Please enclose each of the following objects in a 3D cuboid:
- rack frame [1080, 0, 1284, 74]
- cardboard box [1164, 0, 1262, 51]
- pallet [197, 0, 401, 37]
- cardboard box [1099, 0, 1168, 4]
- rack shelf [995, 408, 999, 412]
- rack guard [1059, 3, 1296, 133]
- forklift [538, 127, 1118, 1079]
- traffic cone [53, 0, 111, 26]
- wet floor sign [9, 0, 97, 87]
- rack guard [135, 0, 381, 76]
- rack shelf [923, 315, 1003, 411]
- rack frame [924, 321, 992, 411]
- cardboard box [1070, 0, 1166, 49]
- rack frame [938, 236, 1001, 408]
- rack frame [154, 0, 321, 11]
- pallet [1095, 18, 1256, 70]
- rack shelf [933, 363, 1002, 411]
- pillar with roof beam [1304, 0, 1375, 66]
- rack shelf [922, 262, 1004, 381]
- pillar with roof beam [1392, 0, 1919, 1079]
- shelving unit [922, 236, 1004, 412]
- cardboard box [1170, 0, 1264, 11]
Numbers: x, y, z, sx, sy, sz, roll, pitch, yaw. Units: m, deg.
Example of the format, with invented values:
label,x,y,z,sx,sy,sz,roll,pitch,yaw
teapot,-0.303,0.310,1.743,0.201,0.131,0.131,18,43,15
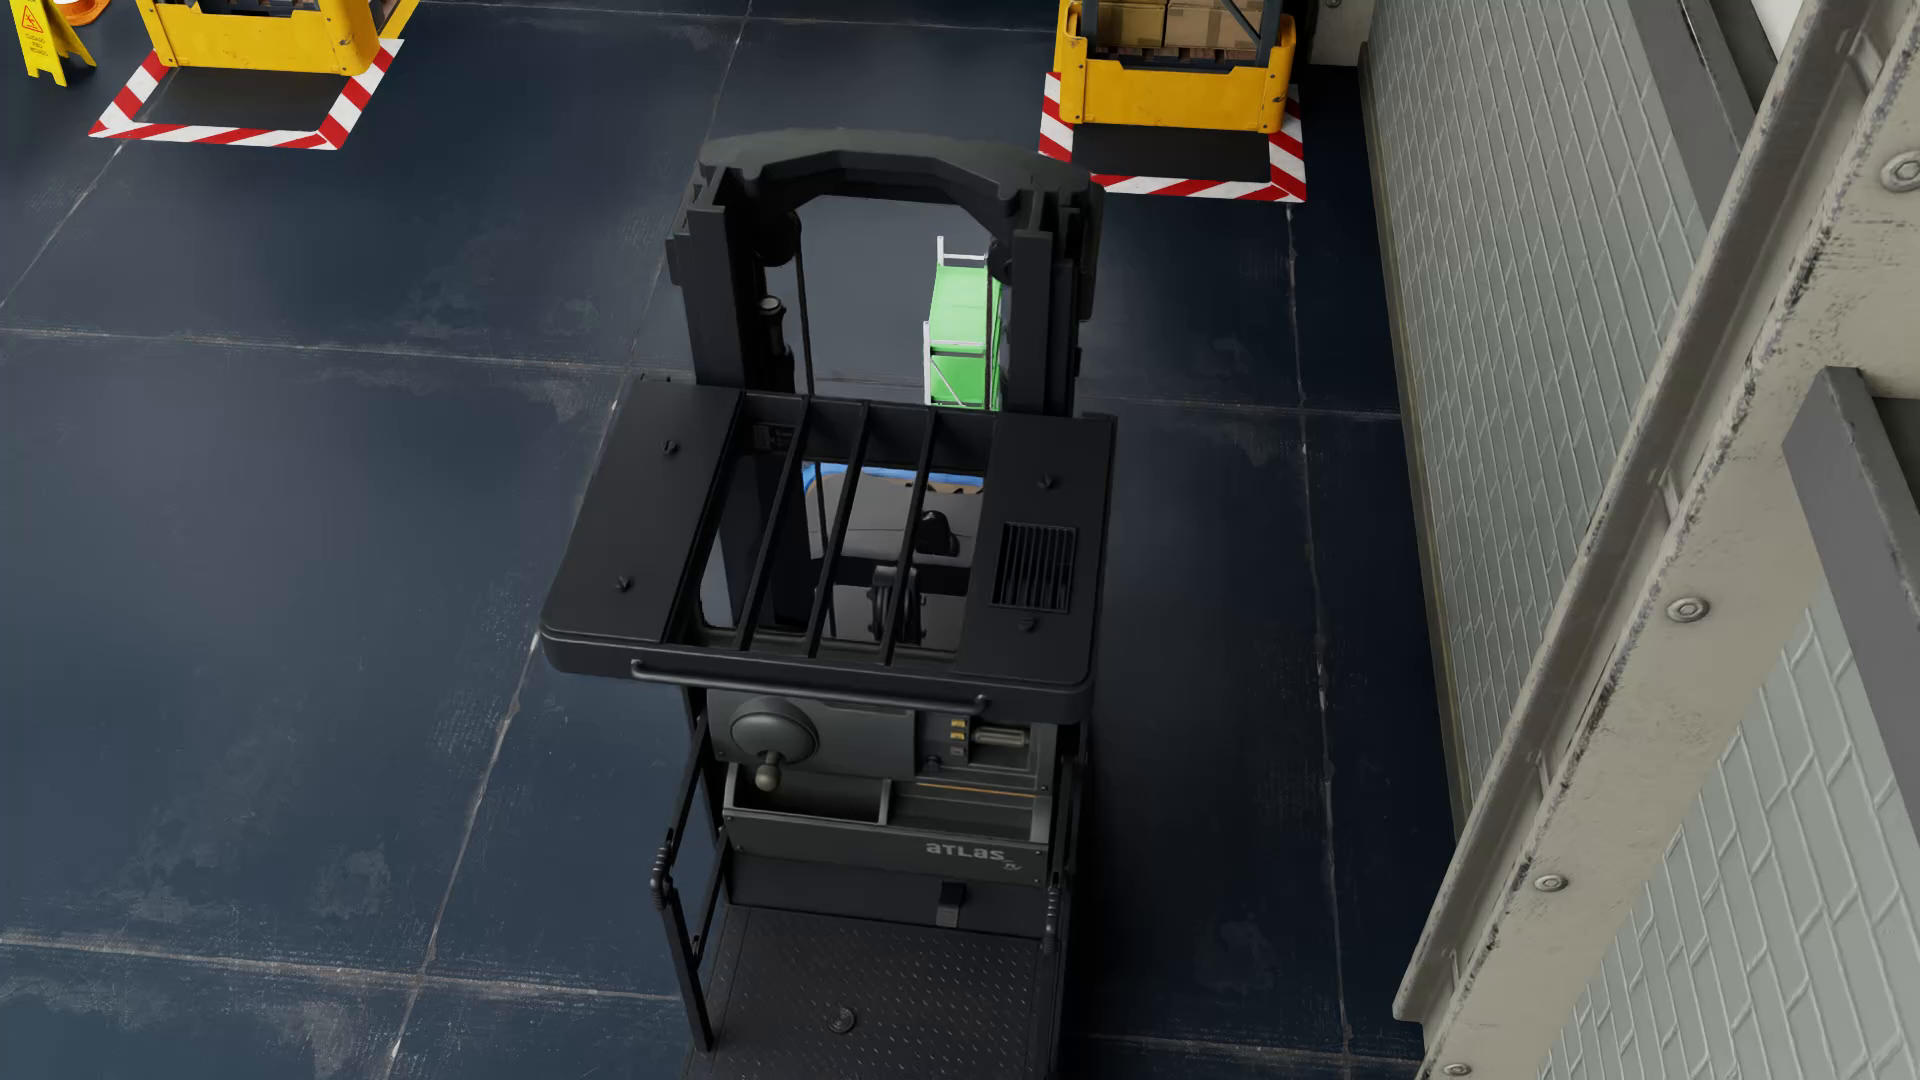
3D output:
label,x,y,z,sx,sy,sz,roll,pitch,yaw
rack frame,1.120,-3.317,7.751,1.000,3.000,0.127,4,48,4
cardboard box,1.359,-2.879,8.929,0.500,0.250,0.500,4,48,4
pallet,-3.707,-3.358,9.678,1.003,0.211,1.213,4,48,4
cardboard box,0.853,-3.078,8.773,0.500,0.250,0.500,3,48,3
rack shelf,0.015,-0.321,6.643,0.258,0.148,0.480,4,48,4
rack guard,1.118,-2.456,8.657,1.175,0.500,0.348,4,48,4
forklift,-0.230,0.592,4.222,1.130,2.935,3.031,5,48,5
traffic cone,-5.069,-3.195,9.358,0.336,0.463,0.334,4,48,4
wet floor sign,-4.906,-2.786,8.861,0.267,0.644,0.232,19,50,17
rack guard,-3.817,-2.860,9.027,1.175,0.500,0.348,4,48,4
rack shelf,0.015,-0.645,6.289,0.258,0.148,0.480,4,48,4
rack frame,-0.007,-0.347,6.255,0.240,1.200,0.015,4,48,4
cardboard box,0.848,-2.897,8.946,0.500,0.250,0.500,4,48,4
rack frame,0.037,-0.706,6.583,0.240,1.200,0.015,4,48,4
rack frame,-3.823,-3.648,8.054,1.000,3.000,0.127,4,48,4
pallet,1.148,-2.941,9.297,1.003,0.211,1.213,4,48,4
rack shelf,0.015,-0.483,6.466,0.258,0.148,0.480,4,48,4
pillar with roof beam,-2.206,-6.082,6.215,9.100,9.000,0.400,4,48,4
rack shelf,0.015,-0.807,6.111,0.258,0.148,0.480,4,48,4
pillar with roof beam,-2.753,-1.673,2.182,9.100,9.000,0.400,4,48,4
shelving unit,0.015,-0.527,6.419,0.258,1.200,0.503,4,48,4
cardboard box,1.370,-3.031,8.730,0.500,0.250,0.500,5,48,4
